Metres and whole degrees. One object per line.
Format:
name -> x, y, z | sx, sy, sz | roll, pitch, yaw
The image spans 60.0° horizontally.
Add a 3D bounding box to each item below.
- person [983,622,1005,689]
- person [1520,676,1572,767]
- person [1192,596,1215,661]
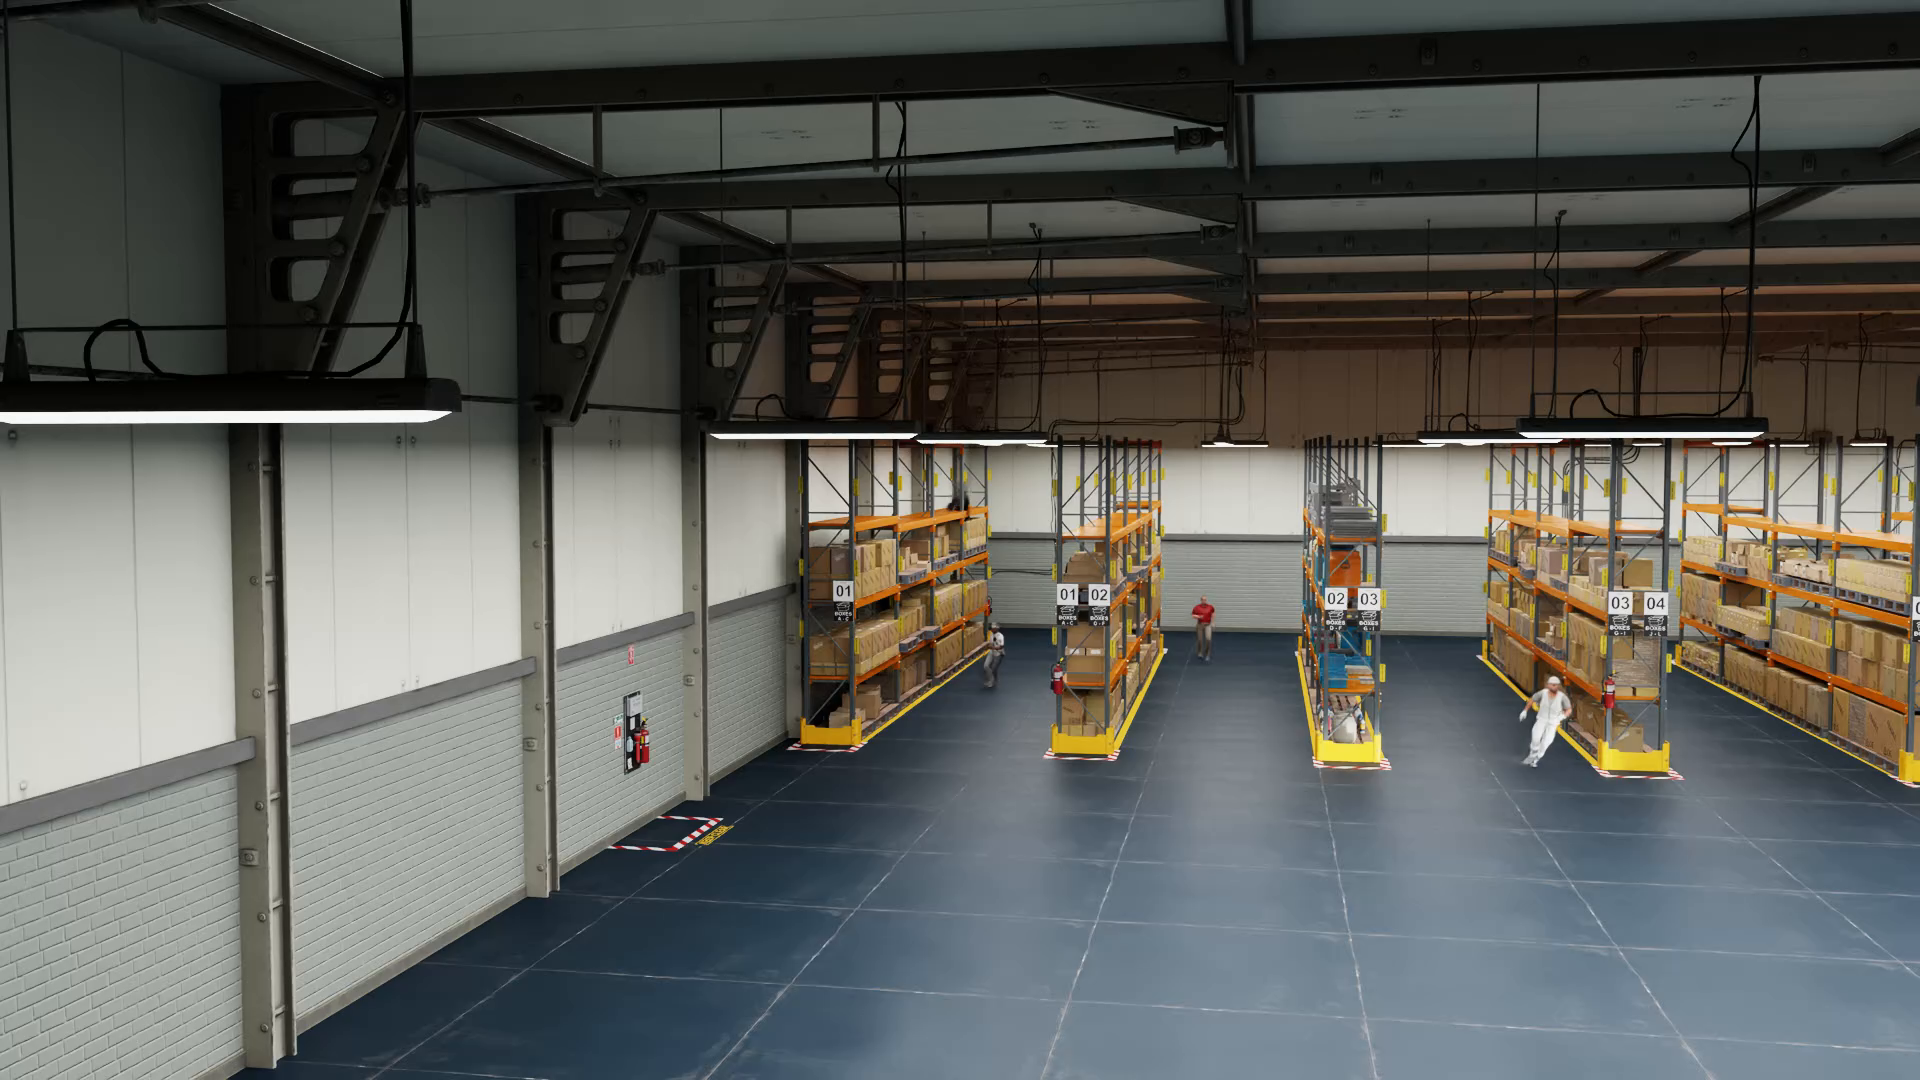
person -> 0.806, 2.748, 39.945 | 0.719, 1.597, 0.672 | 2, 4, 34
person -> 10.495, 3.268, 29.766 | 0.852, 1.667, 0.656 | 1, 3, 13
person -> 6.659, 2.415, 45.417 | 0.650, 1.797, 0.871 | 0, 3, 3
